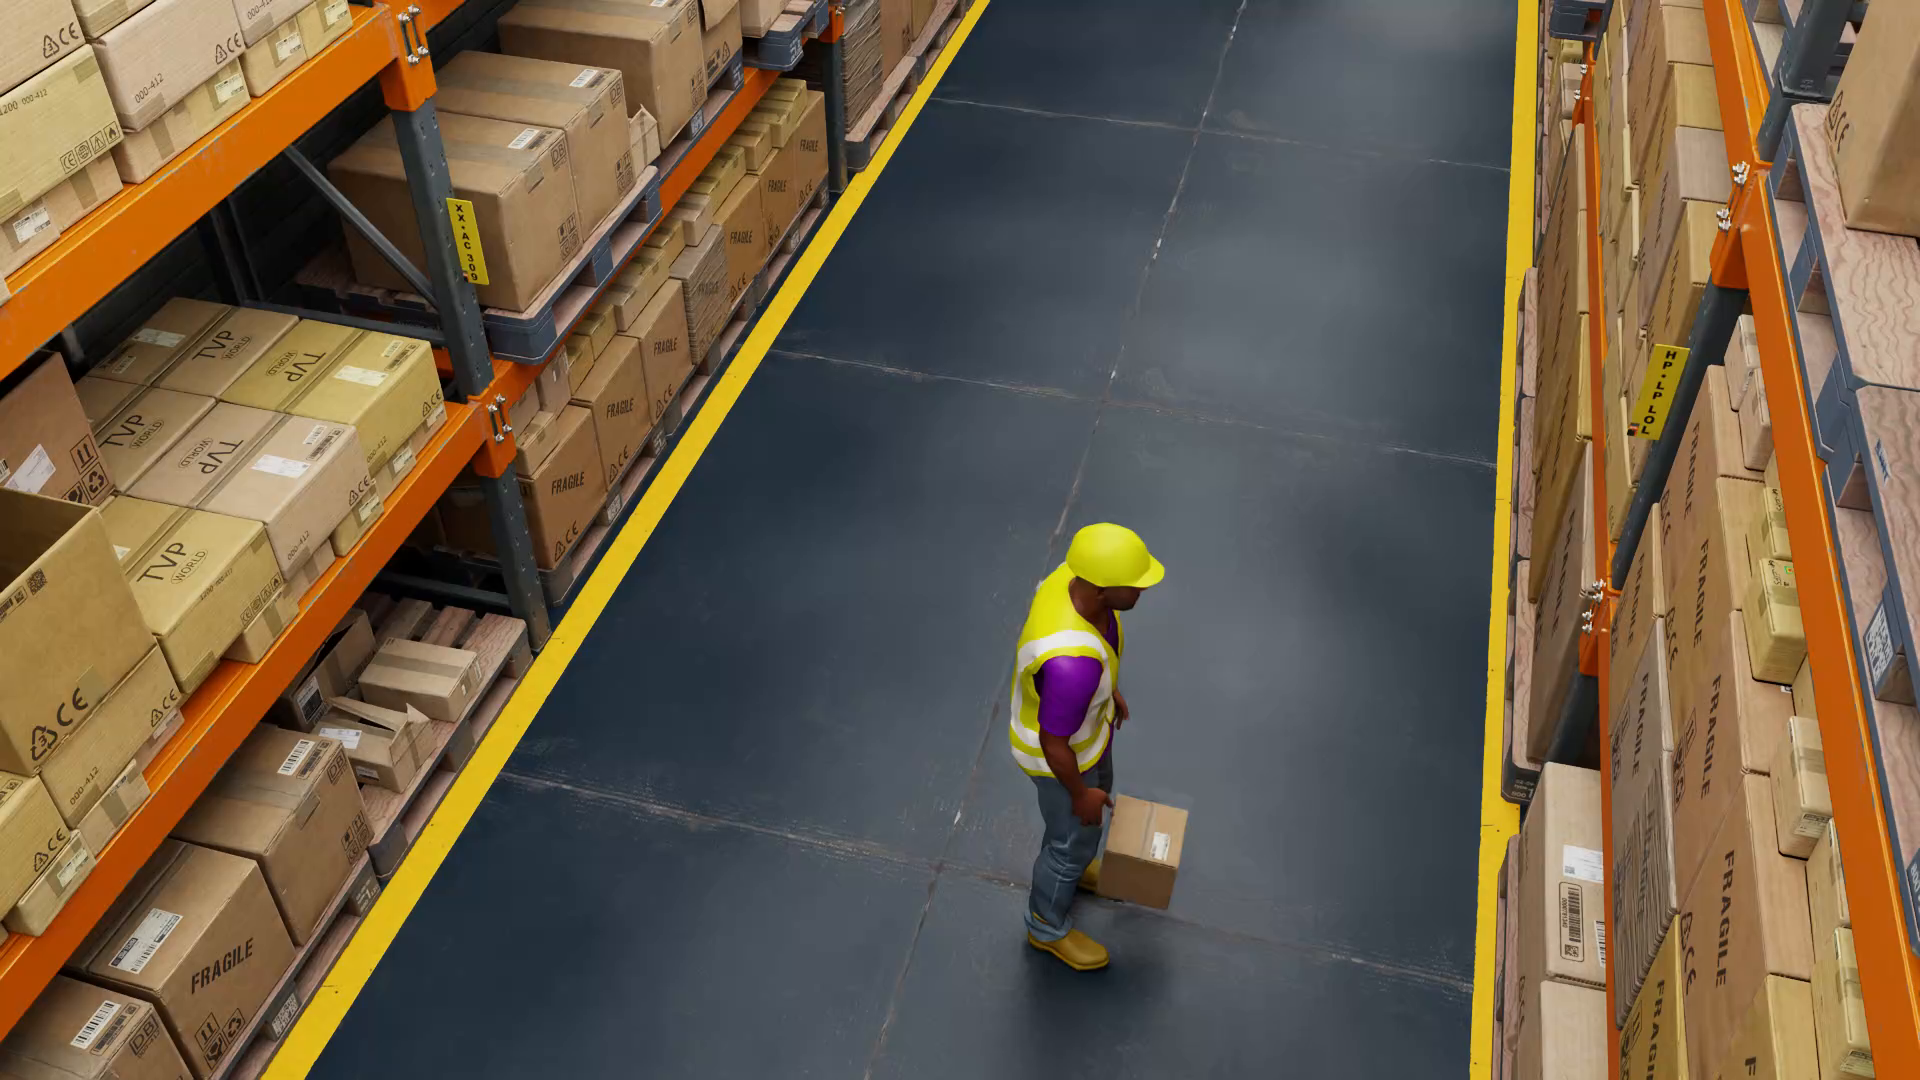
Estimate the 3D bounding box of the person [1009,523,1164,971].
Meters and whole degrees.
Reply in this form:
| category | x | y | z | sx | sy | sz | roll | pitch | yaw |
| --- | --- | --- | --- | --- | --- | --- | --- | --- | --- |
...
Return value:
| category | x | y | z | sx | sy | sz | roll | pitch | yaw |
| --- | --- | --- | --- | --- | --- | --- | --- | --- | --- |
| person | 0.383 | 0.640 | 5.400 | 0.439 | 1.763 | 0.597 | 9 | 42 | 10 |
